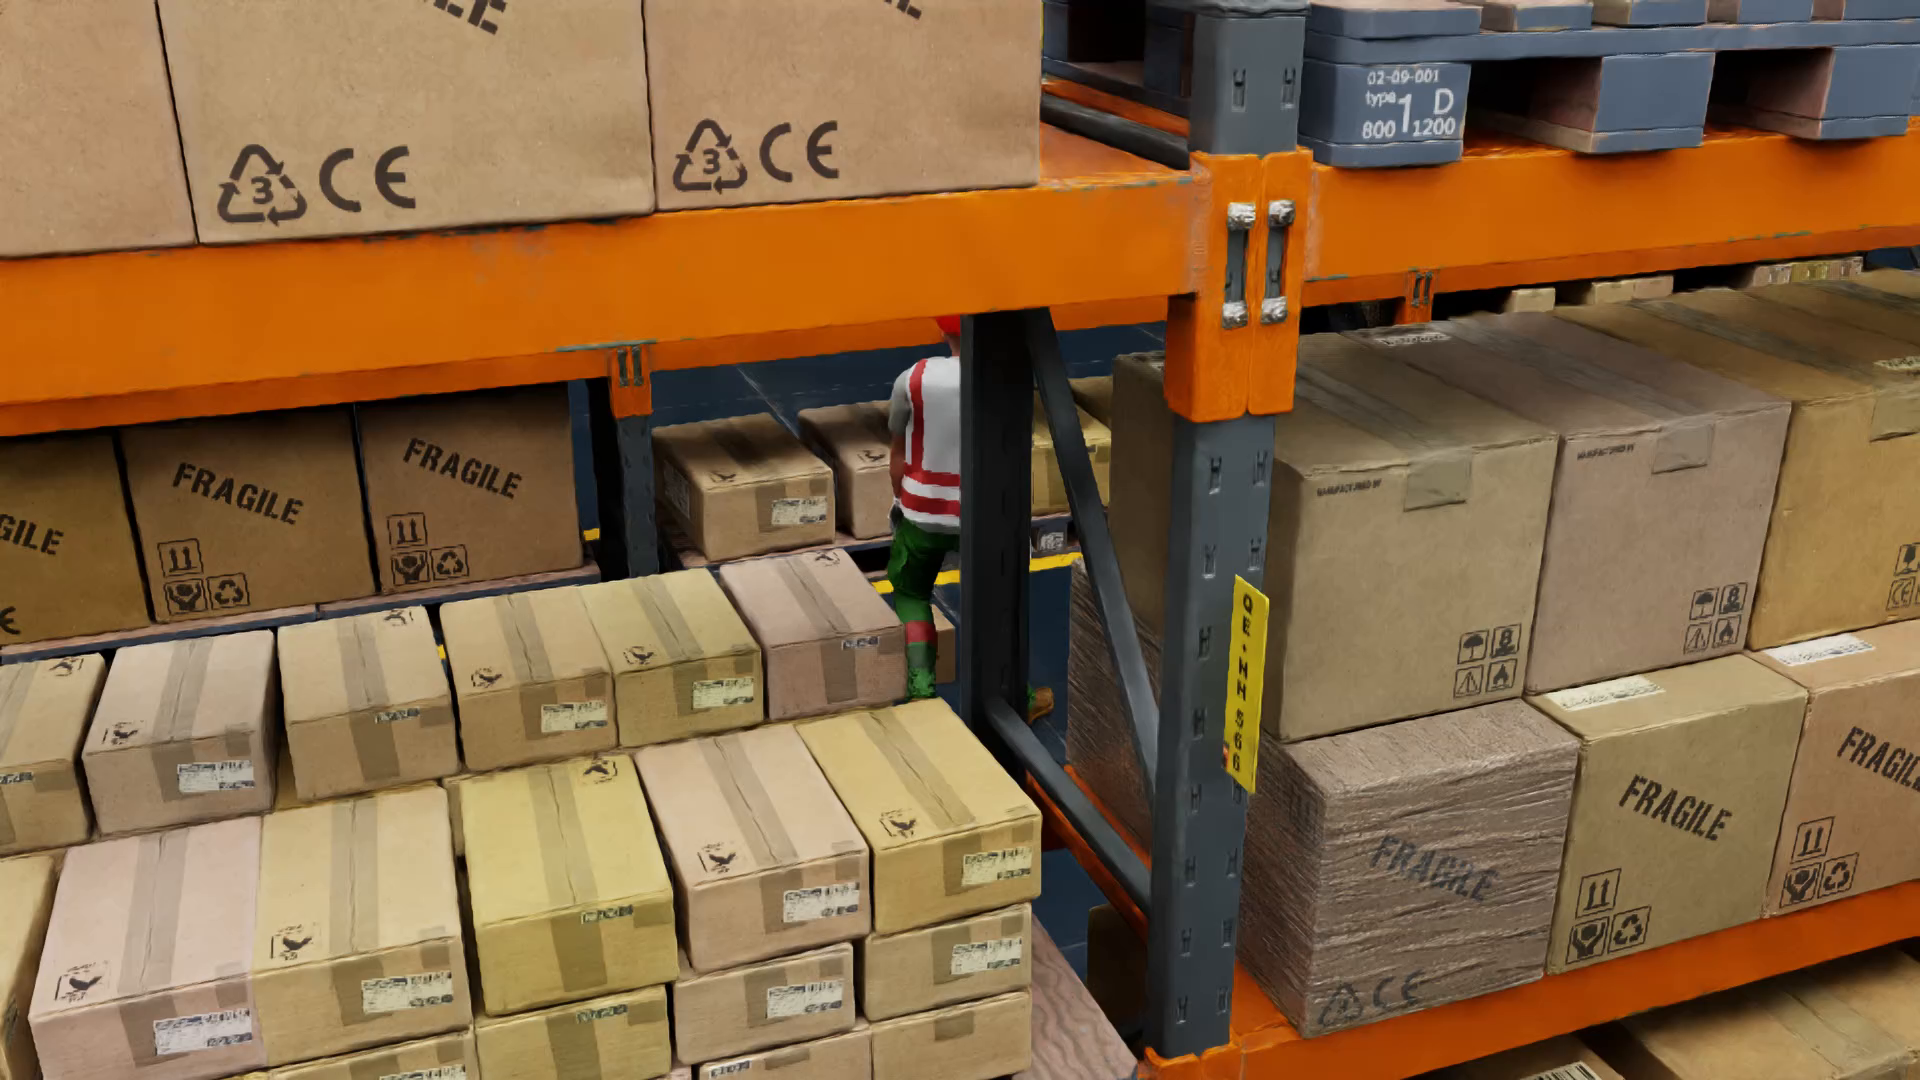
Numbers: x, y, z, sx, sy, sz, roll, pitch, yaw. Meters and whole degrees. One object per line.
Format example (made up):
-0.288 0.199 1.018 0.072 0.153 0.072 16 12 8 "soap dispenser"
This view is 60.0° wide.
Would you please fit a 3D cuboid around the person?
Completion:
0.027 -0.066 6.181 0.649 1.783 0.656 3 22 7 "person"
